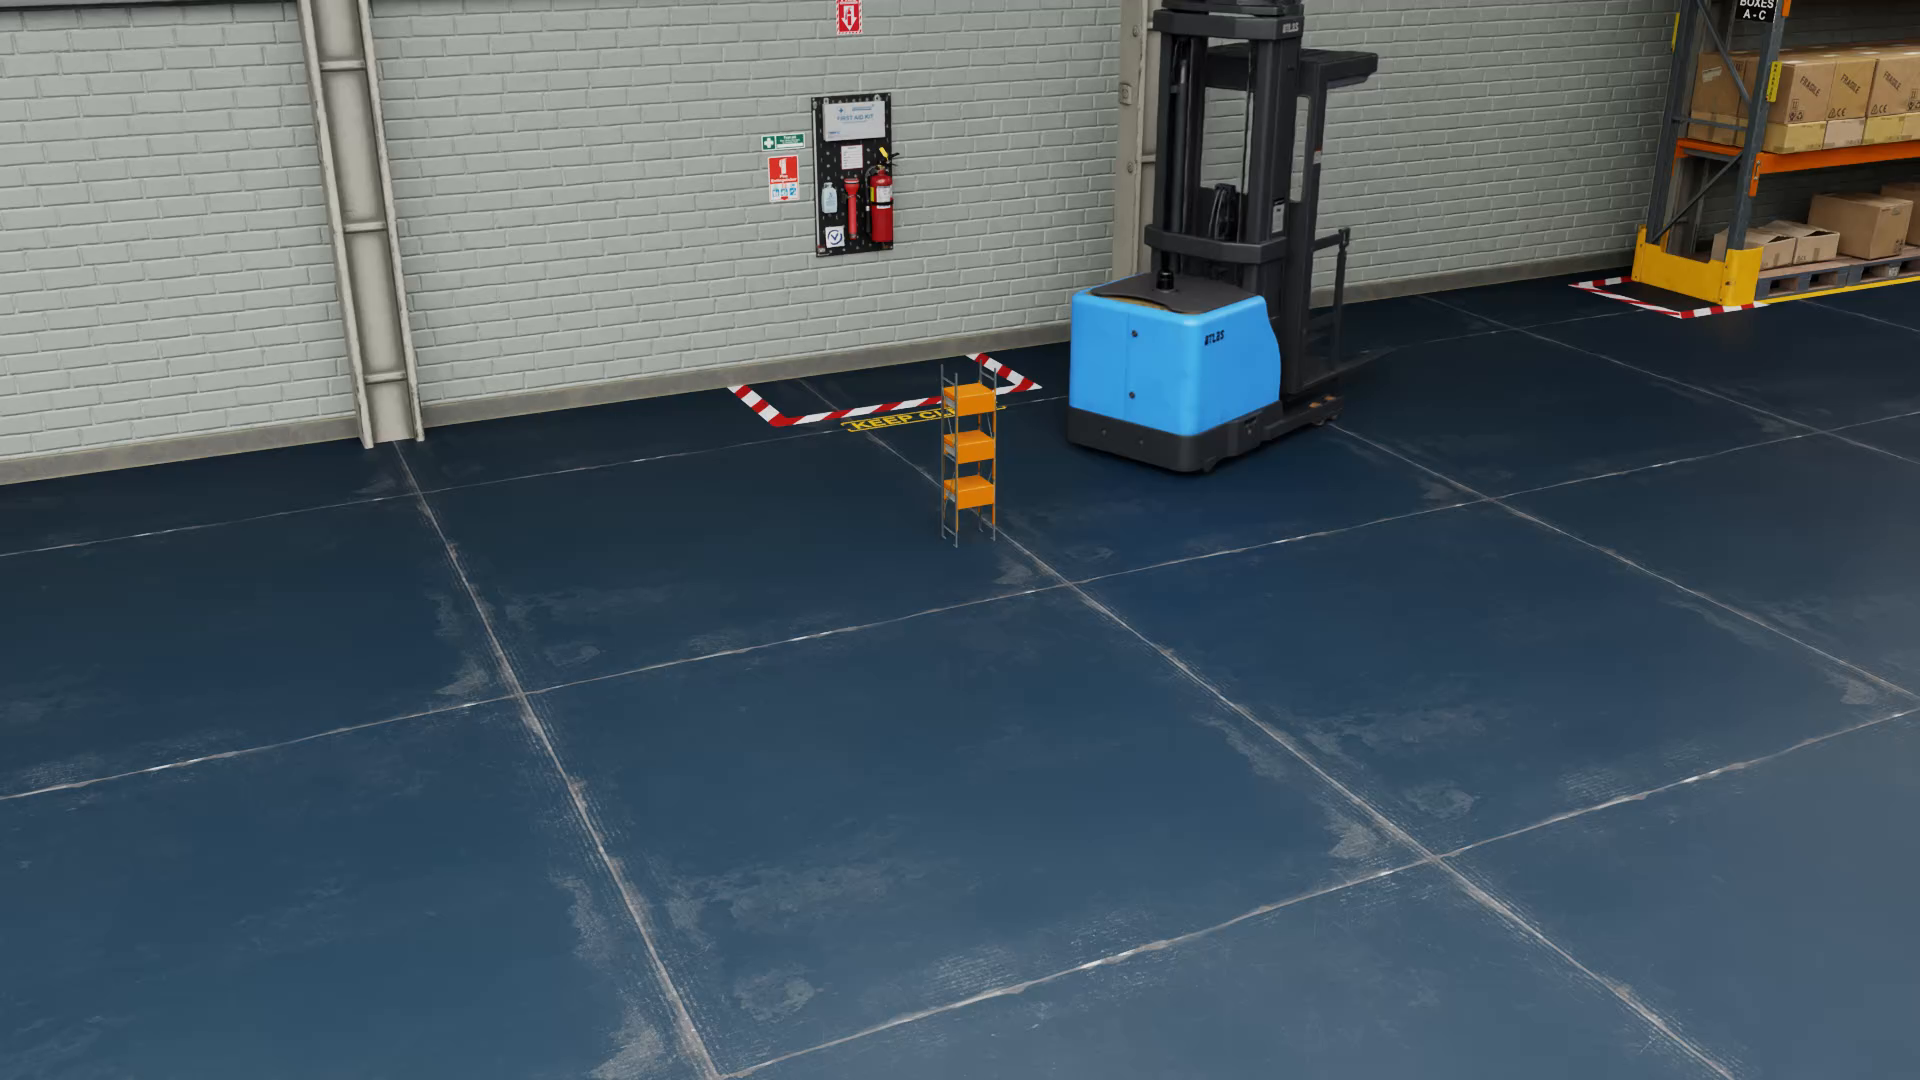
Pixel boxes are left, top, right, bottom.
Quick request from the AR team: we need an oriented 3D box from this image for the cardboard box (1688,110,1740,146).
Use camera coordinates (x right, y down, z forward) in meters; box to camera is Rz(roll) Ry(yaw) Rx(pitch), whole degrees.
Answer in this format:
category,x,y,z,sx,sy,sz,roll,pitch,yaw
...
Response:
category,x,y,z,sx,sy,sz,roll,pitch,yaw
cardboard box,6.983,-3.750,15.058,0.500,0.250,0.500,-10,25,-23

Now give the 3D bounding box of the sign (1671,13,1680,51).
category,x,y,z,sx,sy,sz,roll,pitch,yaw
sign,6.423,-4.541,14.872,0.005,0.325,0.100,-10,25,-24

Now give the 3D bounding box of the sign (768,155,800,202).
category,x,y,z,sx,sy,sz,roll,pitch,yaw
sign,-1.291,-2.648,12.179,0.234,0.329,0.001,-10,25,-24

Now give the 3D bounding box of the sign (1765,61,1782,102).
category,x,y,z,sx,sy,sz,roll,pitch,yaw
sign,6.882,-3.879,14.067,0.005,0.325,0.100,-10,25,-24

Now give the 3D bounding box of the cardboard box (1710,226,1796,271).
category,x,y,z,sx,sy,sz,roll,pitch,yaw
cardboard box,7.309,-2.711,15.317,0.500,0.311,0.500,-14,26,-30

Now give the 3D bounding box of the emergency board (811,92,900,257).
category,x,y,z,sx,sy,sz,roll,pitch,yaw
emergency board,-0.748,-2.688,12.322,0.643,1.169,0.194,-10,25,-24

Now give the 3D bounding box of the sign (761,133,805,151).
category,x,y,z,sx,sy,sz,roll,pitch,yaw
sign,-1.283,-2.891,12.072,0.331,0.109,0.001,-10,25,-24

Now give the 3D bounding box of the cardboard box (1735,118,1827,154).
category,x,y,z,sx,sy,sz,roll,pitch,yaw
cardboard box,7.224,-3.577,14.640,0.500,0.250,0.500,-11,25,-25

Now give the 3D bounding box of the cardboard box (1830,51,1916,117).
category,x,y,z,sx,sy,sz,roll,pitch,yaw
cardboard box,8.125,-4.090,14.898,0.500,0.500,0.500,-11,25,-25

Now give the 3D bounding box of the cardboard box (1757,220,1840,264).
category,x,y,z,sx,sy,sz,roll,pitch,yaw
cardboard box,7.822,-2.805,15.545,0.500,0.311,0.500,-8,24,-19

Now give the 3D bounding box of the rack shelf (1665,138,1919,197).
category,x,y,z,sx,sy,sz,roll,pitch,yaw
rack shelf,8.448,-3.665,15.623,4.000,0.370,1.077,-10,25,-24

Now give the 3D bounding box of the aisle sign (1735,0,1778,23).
category,x,y,z,sx,sy,sz,roll,pitch,yaw
aisle sign,6.711,-4.752,13.908,0.004,0.787,0.394,-10,25,-24

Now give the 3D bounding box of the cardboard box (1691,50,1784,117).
category,x,y,z,sx,sy,sz,roll,pitch,yaw
cardboard box,6.979,-4.104,14.931,0.500,0.500,0.500,-11,25,-24

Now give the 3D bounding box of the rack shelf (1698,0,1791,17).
category,x,y,z,sx,sy,sz,roll,pitch,yaw
rack shelf,8.448,-5.051,15.049,4.000,0.370,1.077,-10,25,-24

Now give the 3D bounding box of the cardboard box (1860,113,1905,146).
category,x,y,z,sx,sy,sz,roll,pitch,yaw
cardboard box,8.147,-3.751,15.059,0.500,0.250,0.500,-11,25,-24

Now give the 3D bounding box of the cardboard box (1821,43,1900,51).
category,x,y,z,sx,sy,sz,roll,pitch,yaw
cardboard box,8.354,-4.355,15.537,0.500,0.500,0.500,-10,25,-23

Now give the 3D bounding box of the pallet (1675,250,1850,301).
category,x,y,z,sx,sy,sz,roll,pitch,yaw
pallet,7.462,-2.513,15.544,1.213,0.211,1.003,-10,25,-24

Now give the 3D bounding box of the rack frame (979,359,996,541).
category,x,y,z,sx,sy,sz,roll,pitch,yaw
rack frame,0.158,-0.514,9.620,0.008,1.050,0.200,-10,25,-24

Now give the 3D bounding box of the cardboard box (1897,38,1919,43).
category,x,y,z,sx,sy,sz,roll,pitch,yaw
cardboard box,9.269,-4.525,15.950,0.500,0.500,0.500,-11,25,-24

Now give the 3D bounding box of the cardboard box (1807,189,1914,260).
category,x,y,z,sx,sy,sz,roll,pitch,yaw
cardboard box,8.505,-2.997,15.761,0.500,0.500,0.700,-12,25,-27

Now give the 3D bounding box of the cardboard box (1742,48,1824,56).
category,x,y,z,sx,sy,sz,roll,pitch,yaw
cardboard box,7.437,-4.184,15.125,0.500,0.500,0.500,-10,25,-23

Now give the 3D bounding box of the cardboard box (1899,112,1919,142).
category,x,y,z,sx,sy,sz,roll,pitch,yaw
cardboard box,8.603,-3.834,15.260,0.500,0.250,0.500,-10,25,-23

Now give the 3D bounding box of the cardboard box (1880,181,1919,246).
category,x,y,z,sx,sy,sz,roll,pitch,yaw
cardboard box,9.333,-3.192,16.232,0.500,0.500,0.500,-12,26,-28

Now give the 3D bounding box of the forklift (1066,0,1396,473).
category,x,y,z,sx,sy,sz,roll,pitch,yaw
forklift,2.073,-2.268,11.398,1.130,2.935,3.031,19,29,38

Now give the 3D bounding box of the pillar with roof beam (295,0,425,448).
category,x,y,z,sx,sy,sz,roll,pitch,yaw
pillar with roof beam,-2.044,-3.378,6.145,0.400,9.000,9.100,-10,25,-24

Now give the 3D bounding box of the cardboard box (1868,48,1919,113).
category,x,y,z,sx,sy,sz,roll,pitch,yaw
cardboard box,8.585,-4.180,15.115,0.500,0.500,0.500,-10,24,-22

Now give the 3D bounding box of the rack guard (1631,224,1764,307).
category,x,y,z,sx,sy,sz,roll,pitch,yaw
rack guard,6.715,-2.524,15.193,0.348,0.500,1.175,-10,25,-24

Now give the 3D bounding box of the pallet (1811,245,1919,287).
category,x,y,z,sx,sy,sz,roll,pitch,yaw
pallet,8.560,-2.713,16.029,1.213,0.211,1.003,-10,25,-24

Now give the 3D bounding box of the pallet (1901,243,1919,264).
category,x,y,z,sx,sy,sz,roll,pitch,yaw
pallet,9.661,-2.917,16.522,1.213,0.211,1.003,-10,25,-24

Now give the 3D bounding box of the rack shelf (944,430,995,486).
category,x,y,z,sx,sy,sz,roll,pitch,yaw
rack shelf,0.048,-0.484,9.575,0.240,0.259,0.215,-10,25,-24

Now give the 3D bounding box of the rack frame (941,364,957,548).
category,x,y,z,sx,sy,sz,roll,pitch,yaw
rack frame,-0.062,-0.474,9.522,0.008,1.050,0.200,-10,25,-24

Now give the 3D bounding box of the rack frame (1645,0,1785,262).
category,x,y,z,sx,sy,sz,roll,pitch,yaw
rack frame,6.646,-3.666,14.684,0.127,3.000,1.000,-10,25,-24

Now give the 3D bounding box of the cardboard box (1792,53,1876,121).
category,x,y,z,sx,sy,sz,roll,pitch,yaw
cardboard box,7.656,-4.006,14.696,0.500,0.500,0.500,-10,25,-23

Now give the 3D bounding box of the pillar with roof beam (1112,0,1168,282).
category,x,y,z,sx,sy,sz,roll,pitch,yaw
pillar with roof beam,3.362,-4.373,8.549,0.400,9.000,9.100,-10,25,-24

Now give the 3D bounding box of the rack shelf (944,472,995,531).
category,x,y,z,sx,sy,sz,roll,pitch,yaw
rack shelf,0.048,-0.227,9.681,0.240,0.259,0.215,-10,25,-24

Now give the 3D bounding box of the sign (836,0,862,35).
category,x,y,z,sx,sy,sz,roll,pitch,yaw
sign,-0.798,-3.792,11.958,0.199,0.298,0.001,-10,25,-24

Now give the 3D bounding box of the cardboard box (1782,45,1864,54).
category,x,y,z,sx,sy,sz,roll,pitch,yaw
cardboard box,7.901,-4.271,15.336,0.500,0.500,0.500,-11,25,-25

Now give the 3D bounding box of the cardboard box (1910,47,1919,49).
category,x,y,z,sx,sy,sz,roll,pitch,yaw
cardboard box,9.053,-4.266,15.324,0.500,0.500,0.500,-11,25,-25

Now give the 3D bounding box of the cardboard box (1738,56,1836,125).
category,x,y,z,sx,sy,sz,roll,pitch,yaw
cardboard box,7.207,-3.928,14.507,0.500,0.500,0.500,-10,25,-24

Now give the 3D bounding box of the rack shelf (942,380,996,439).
category,x,y,z,sx,sy,sz,roll,pitch,yaw
rack shelf,0.048,-0.746,9.466,0.240,0.259,0.215,-10,25,-24

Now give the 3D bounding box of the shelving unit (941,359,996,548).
category,x,y,z,sx,sy,sz,roll,pitch,yaw
shelving unit,0.048,-0.494,9.571,0.252,1.050,0.215,-10,25,-24

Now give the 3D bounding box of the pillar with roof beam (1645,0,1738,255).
category,x,y,z,sx,sy,sz,roll,pitch,yaw
pillar with roof beam,8.769,-5.368,10.953,0.400,9.000,9.100,-10,25,-24

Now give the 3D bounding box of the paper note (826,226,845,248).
category,x,y,z,sx,sy,sz,roll,pitch,yaw
paper note,-0.937,-2.275,12.477,0.142,0.148,0.016,-10,25,-24

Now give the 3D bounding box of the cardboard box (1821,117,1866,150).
category,x,y,z,sx,sy,sz,roll,pitch,yaw
cardboard box,7.685,-3.668,14.860,0.500,0.250,0.500,-11,25,-25

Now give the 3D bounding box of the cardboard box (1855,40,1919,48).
category,x,y,z,sx,sy,sz,roll,pitch,yaw
cardboard box,8.817,-4.445,15.755,0.500,0.500,0.500,-10,24,-22
